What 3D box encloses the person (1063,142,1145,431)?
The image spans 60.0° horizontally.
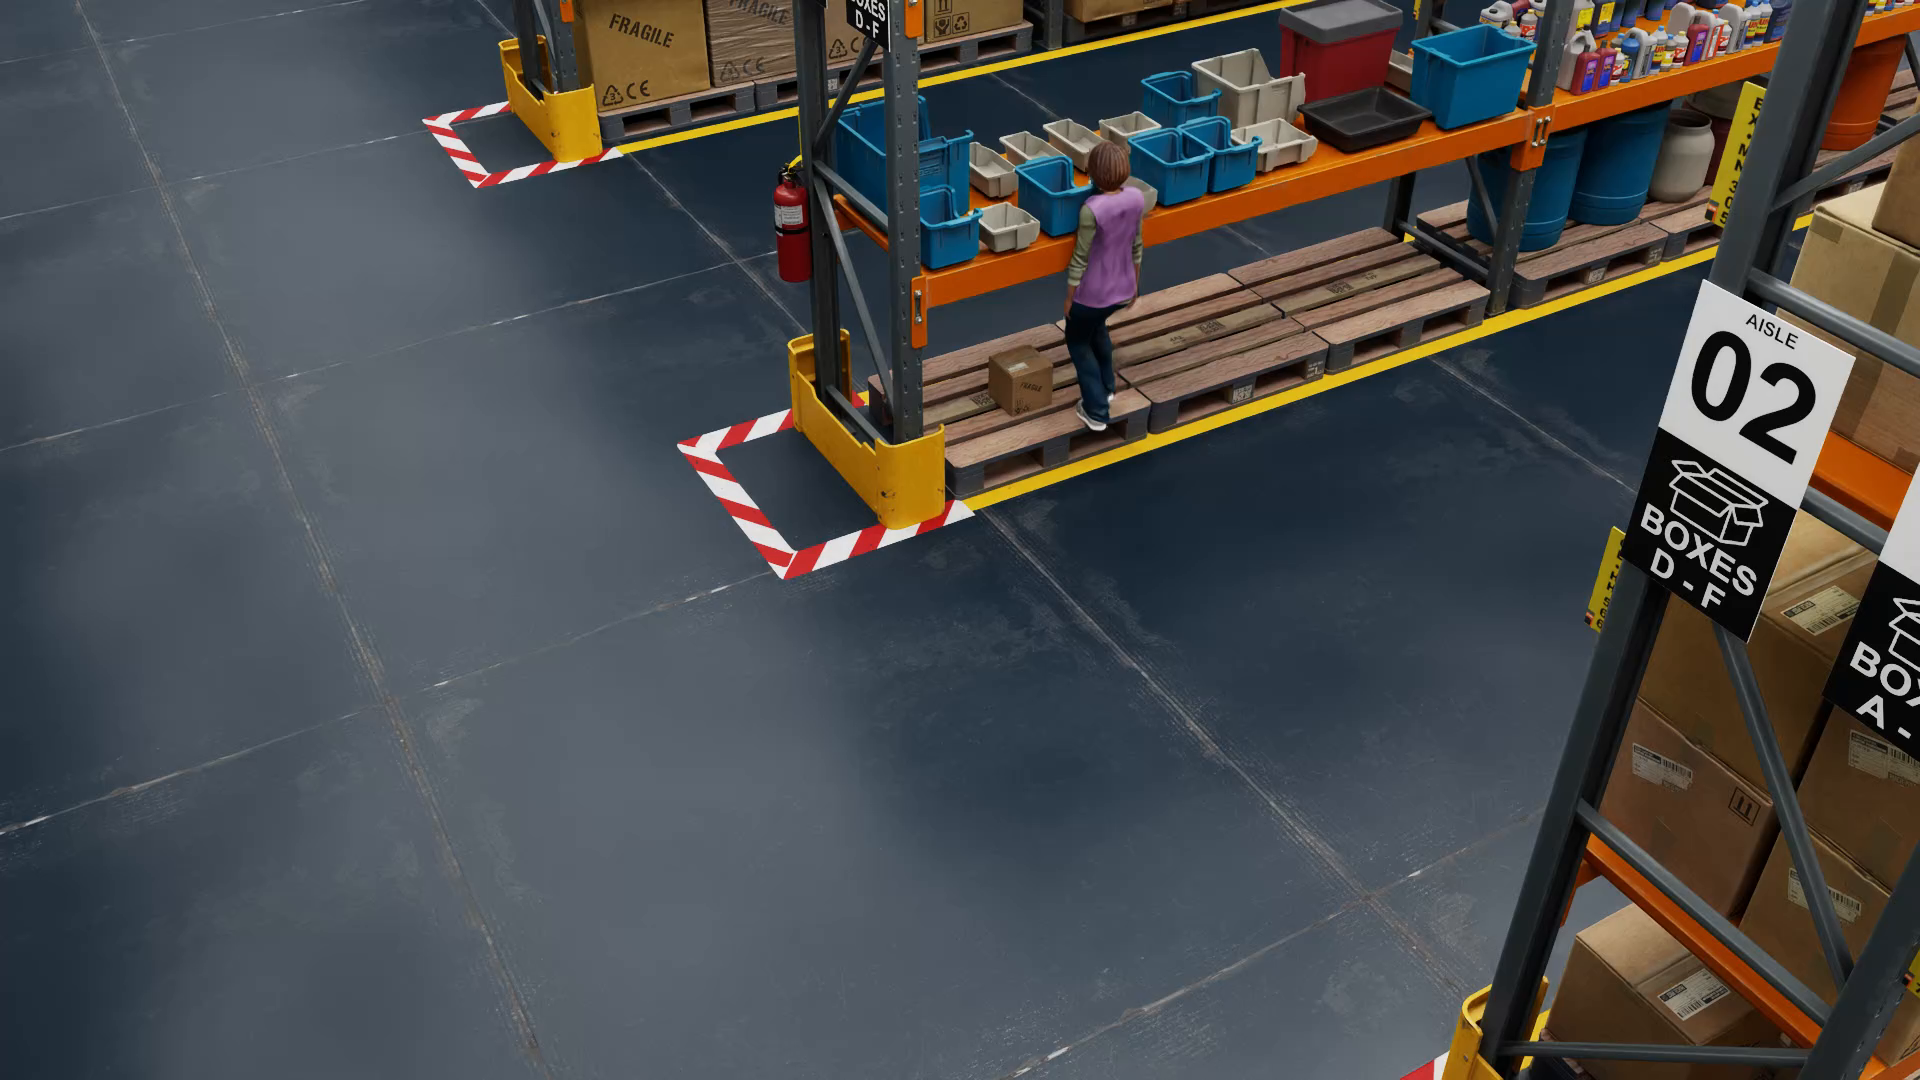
[{"bbox_3d":[0.659,-1.234,8.336,0.444,1.461,0.486,-24,43,-28],"label":"person"}]
